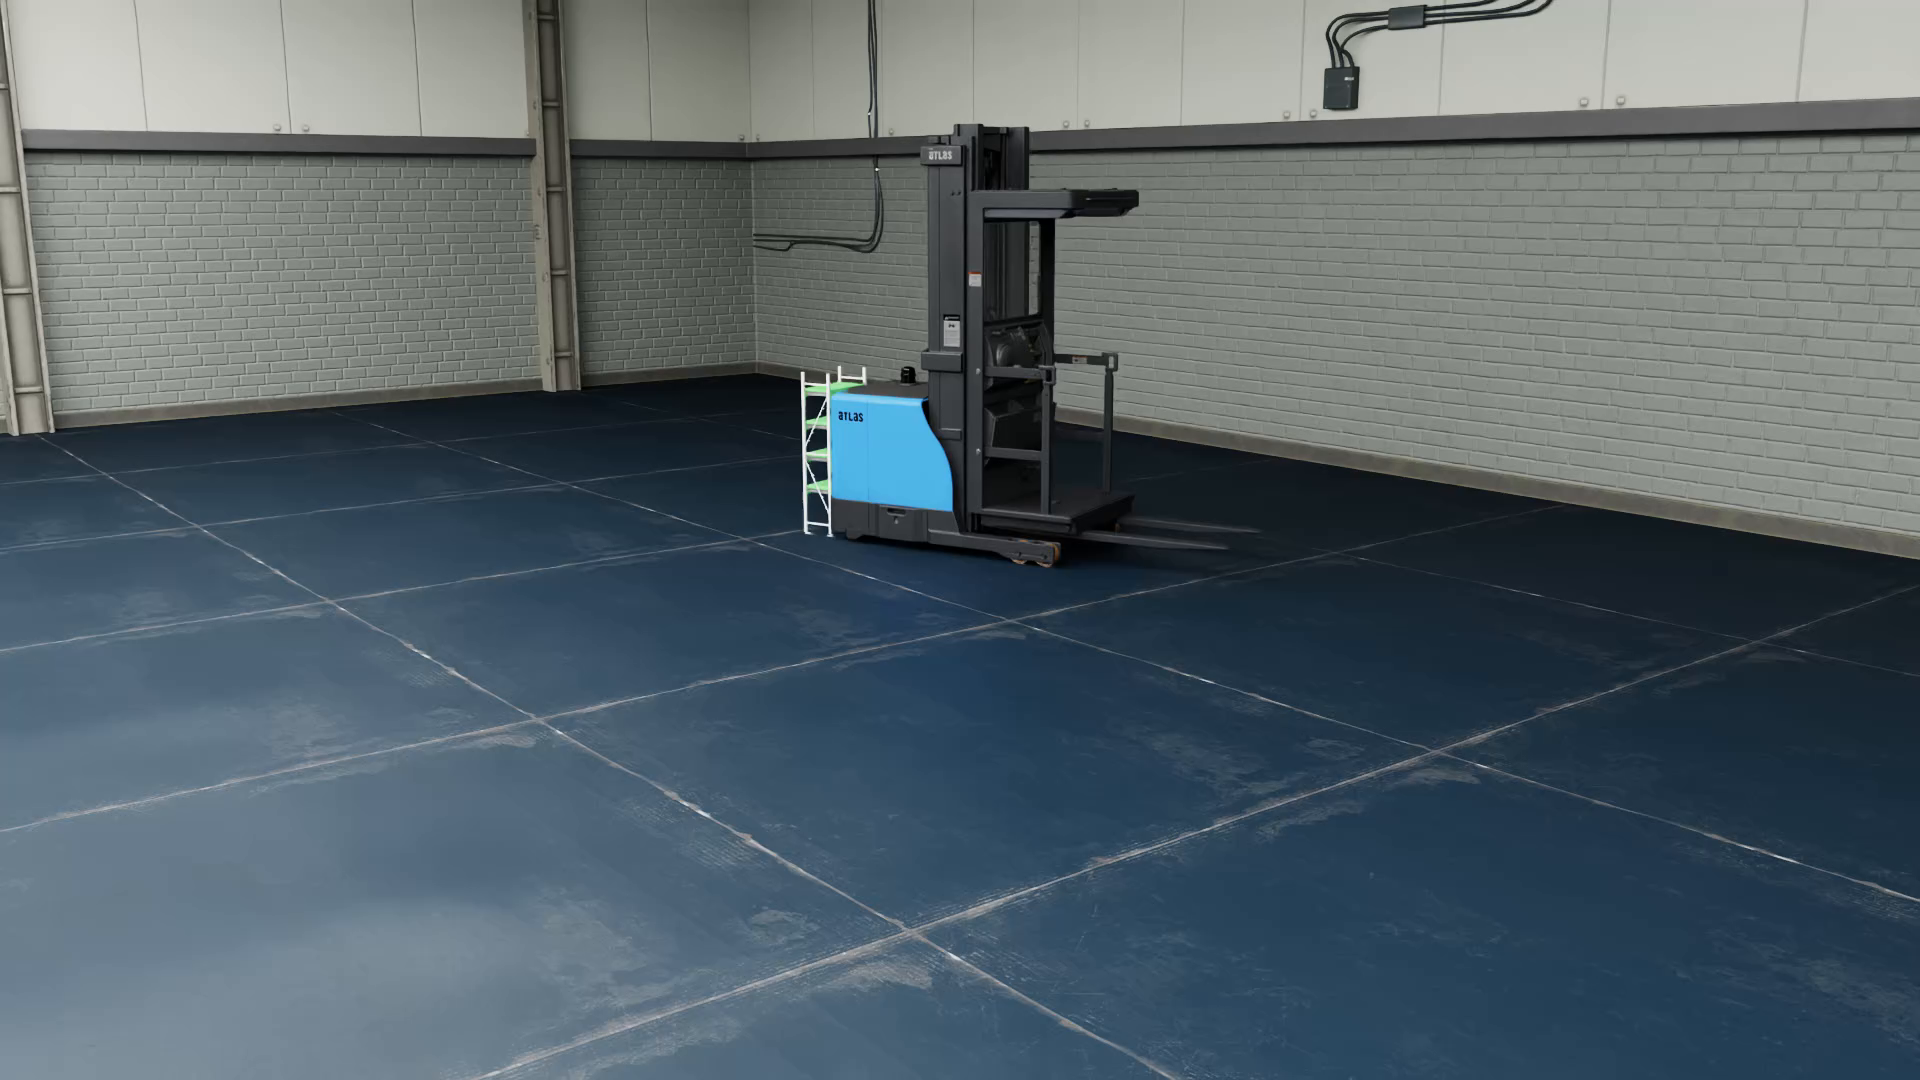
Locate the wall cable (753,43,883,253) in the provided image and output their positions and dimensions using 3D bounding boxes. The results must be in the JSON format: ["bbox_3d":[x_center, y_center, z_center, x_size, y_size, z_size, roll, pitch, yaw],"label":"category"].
[{"bbox_3d":[-1.932,-4.960,21.296,0.112,2.526,3.097,-9,15,-38],"label":"wall cable"}]

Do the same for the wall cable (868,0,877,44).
[{"bbox_3d":[-0.242,-6.991,18.705,0.112,2.526,3.097,-9,15,-38],"label":"wall cable"}]

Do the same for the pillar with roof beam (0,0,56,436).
[{"bbox_3d":[-7.054,-4.834,13.229,0.400,9.000,9.100,-9,15,-38],"label":"pillar with roof beam"}]

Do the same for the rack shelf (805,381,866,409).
[{"bbox_3d":[-0.929,-1.076,12.306,0.258,0.148,0.480,7,14,28],"label":"rack shelf"}]

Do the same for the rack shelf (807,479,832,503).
[{"bbox_3d":[-0.929,-0.372,12.455,0.258,0.148,0.480,7,14,28],"label":"rack shelf"}]

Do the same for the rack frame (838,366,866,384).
[{"bbox_3d":[-0.810,-0.714,12.600,0.240,1.200,0.015,7,14,28],"label":"rack frame"}]

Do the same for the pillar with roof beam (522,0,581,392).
[{"bbox_3d":[-2.369,-5.612,16.895,0.400,9.000,9.100,-9,15,-38],"label":"pillar with roof beam"}]

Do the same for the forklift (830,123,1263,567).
[{"bbox_3d":[0.592,-1.375,11.547,3.031,2.935,1.130,7,14,29],"label":"forklift"}]

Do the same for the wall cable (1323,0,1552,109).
[{"bbox_3d":[3.986,-6.600,13.359,0.169,6.003,2.305,-9,15,-38],"label":"wall cable"}]

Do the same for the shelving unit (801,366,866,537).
[{"bbox_3d":[-0.929,-0.669,12.392,0.258,1.200,0.503,7,14,28],"label":"shelving unit"}]

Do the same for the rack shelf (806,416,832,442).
[{"bbox_3d":[-0.929,-0.842,12.355,0.258,0.148,0.480,7,14,28],"label":"rack shelf"}]

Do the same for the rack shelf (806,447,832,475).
[{"bbox_3d":[-0.929,-0.607,12.405,0.258,0.148,0.480,7,14,28],"label":"rack shelf"}]

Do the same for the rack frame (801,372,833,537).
[{"bbox_3d":[-1.048,-0.625,12.184,0.240,1.200,0.015,7,14,28],"label":"rack frame"}]
